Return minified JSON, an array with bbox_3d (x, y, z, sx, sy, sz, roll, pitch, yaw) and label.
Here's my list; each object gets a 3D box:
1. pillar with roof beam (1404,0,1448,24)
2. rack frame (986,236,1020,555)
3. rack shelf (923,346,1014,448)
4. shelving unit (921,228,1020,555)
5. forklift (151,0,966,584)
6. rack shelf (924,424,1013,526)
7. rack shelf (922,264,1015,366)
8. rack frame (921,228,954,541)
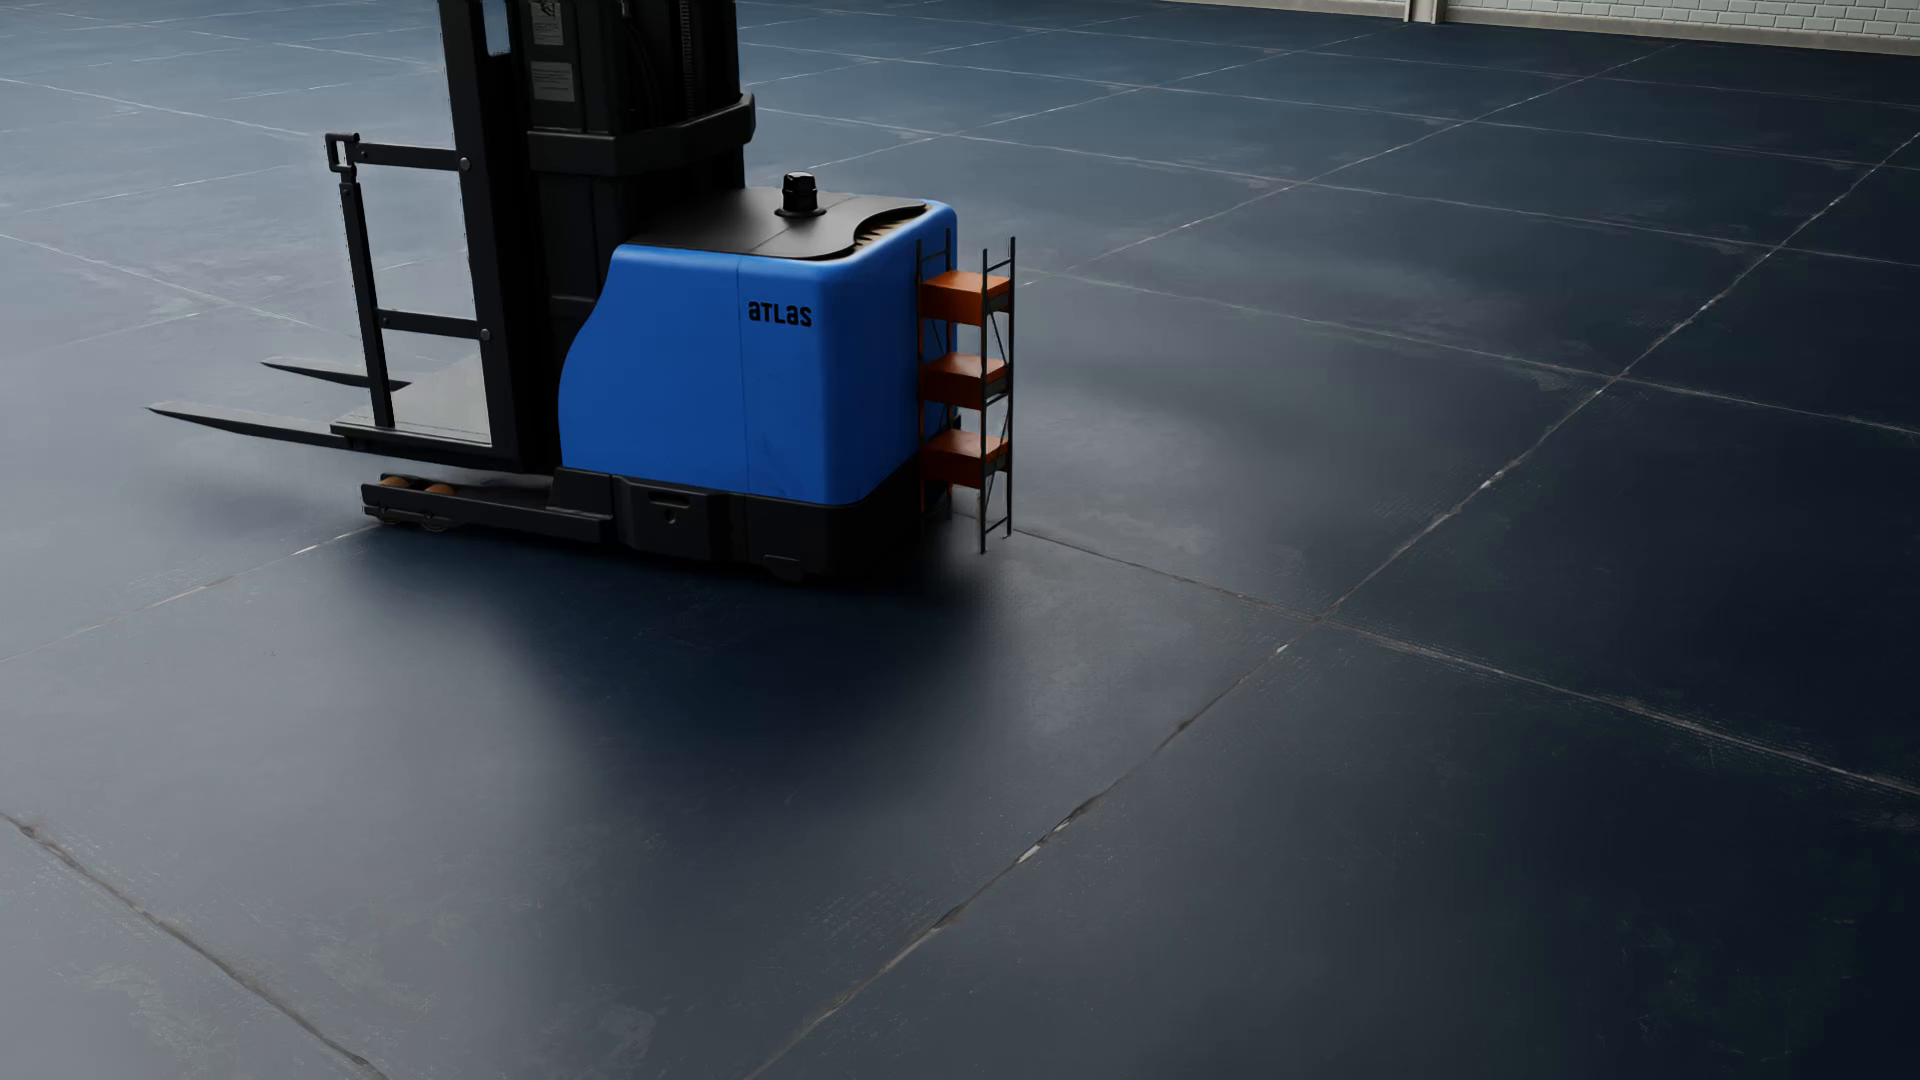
[{"bbox_3d":[2.921,-8.876,14.734,0.400,9.000,9.100,17,29,33],"label":"pillar with roof beam"},{"bbox_3d":[0.141,-0.465,5.504,0.008,1.050,0.200,13,27,27],"label":"rack frame"},{"bbox_3d":[0.034,-0.480,5.563,0.240,0.259,0.215,13,27,27],"label":"rack shelf"},{"bbox_3d":[0.034,-0.489,5.558,0.252,1.050,0.215,13,27,27],"label":"shelving unit"},{"bbox_3d":[-1.552,-1.554,5.642,3.031,2.935,1.130,9,25,19],"label":"forklift"},{"bbox_3d":[0.034,-0.225,5.675,0.240,0.259,0.215,13,27,27],"label":"rack shelf"},{"bbox_3d":[0.034,-0.739,5.448,0.240,0.259,0.215,13,27,27],"label":"rack shelf"},{"bbox_3d":[-0.072,-0.513,5.613,0.008,1.050,0.200,13,27,27],"label":"rack frame"}]
